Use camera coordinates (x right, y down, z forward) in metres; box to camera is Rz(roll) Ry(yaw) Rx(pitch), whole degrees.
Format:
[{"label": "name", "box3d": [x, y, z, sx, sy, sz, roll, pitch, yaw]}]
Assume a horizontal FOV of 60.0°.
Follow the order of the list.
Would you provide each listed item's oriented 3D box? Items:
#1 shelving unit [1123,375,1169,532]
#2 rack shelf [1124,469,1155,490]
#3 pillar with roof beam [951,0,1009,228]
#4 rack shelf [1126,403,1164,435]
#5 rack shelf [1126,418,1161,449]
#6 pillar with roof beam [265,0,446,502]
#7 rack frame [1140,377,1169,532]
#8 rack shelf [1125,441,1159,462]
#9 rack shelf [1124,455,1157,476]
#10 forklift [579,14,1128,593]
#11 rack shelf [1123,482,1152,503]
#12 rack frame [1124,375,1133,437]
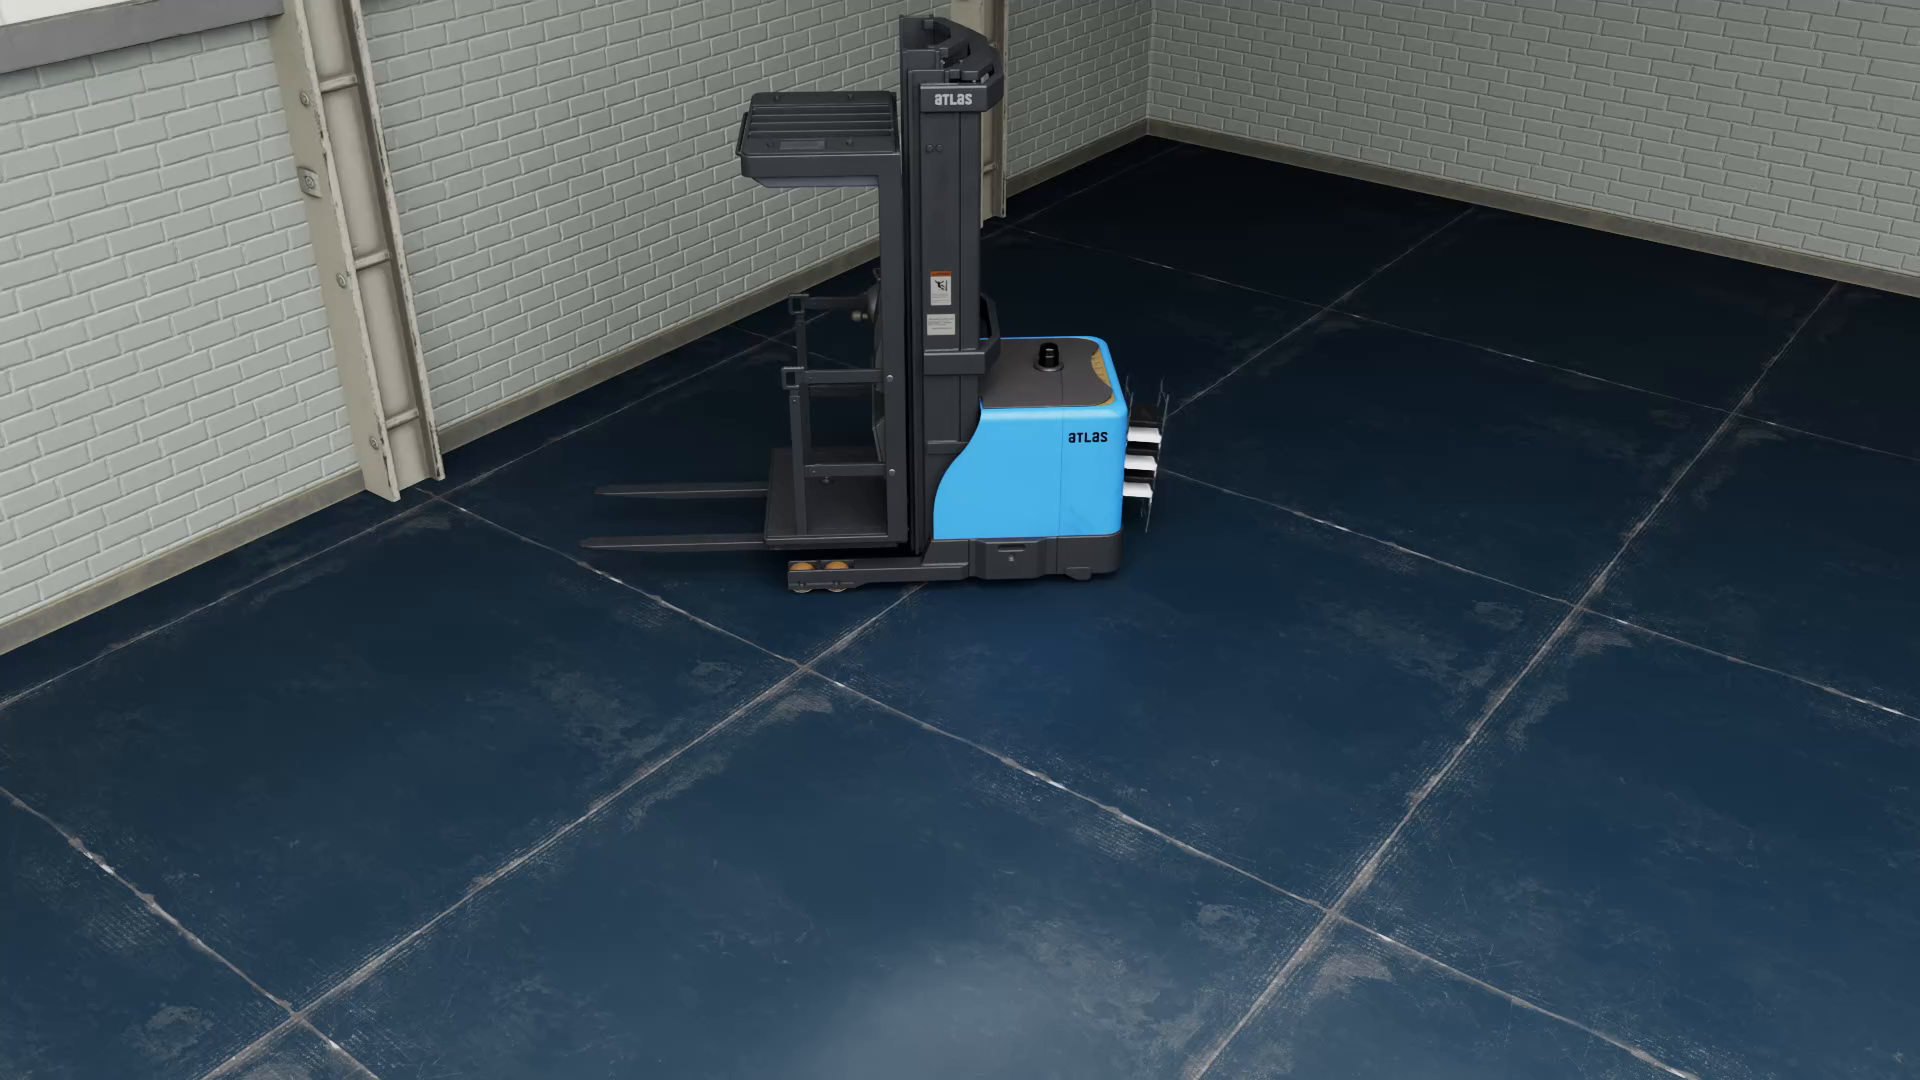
[{"label": "shelving unit", "box3d": [1.032, -0.498, 9.693, 0.210, 0.900, 0.258, 3, 30, -4]}, {"label": "rack shelf", "box3d": [1.021, -0.392, 9.755, 0.200, 0.077, 0.258, 3, 30, -4]}, {"label": "pillar with roof beam", "box3d": [3.596, -5.344, 9.940, 9.100, 9.000, 0.400, 21, 37, 31]}, {"label": "rack shelf", "box3d": [1.051, -0.701, 9.574, 0.200, 0.077, 0.258, 3, 30, -4]}, {"label": "rack shelf", "box3d": [1.044, -0.624, 9.619, 0.200, 0.077, 0.258, 3, 30, -4]}, {"label": "pillar with roof beam", "box3d": [-0.026, -2.905, 5.825, 9.100, 9.000, 0.400, 21, 37, 31]}, {"label": "rack frame", "box3d": [1.133, -0.493, 9.701, 0.006, 0.900, 0.240, 3, 30, -4]}, {"label": "rack shelf", "box3d": [1.036, -0.547, 9.665, 0.200, 0.077, 0.258, 3, 30, -4]}, {"label": "rack shelf", "box3d": [1.029, -0.469, 9.710, 0.200, 0.077, 0.258, 3, 30, -4]}, {"label": "forklift", "box3d": [-0.624, -1.244, 8.975, 3.031, 2.935, 1.130, -2, 31, -3]}, {"label": "rack shelf", "box3d": [1.014, -0.315, 9.801, 0.200, 0.077, 0.258, 3, 30, -4]}, {"label": "rack frame", "box3d": [0.930, -0.503, 9.685, 0.006, 0.900, 0.240, 3, 30, -4]}]
